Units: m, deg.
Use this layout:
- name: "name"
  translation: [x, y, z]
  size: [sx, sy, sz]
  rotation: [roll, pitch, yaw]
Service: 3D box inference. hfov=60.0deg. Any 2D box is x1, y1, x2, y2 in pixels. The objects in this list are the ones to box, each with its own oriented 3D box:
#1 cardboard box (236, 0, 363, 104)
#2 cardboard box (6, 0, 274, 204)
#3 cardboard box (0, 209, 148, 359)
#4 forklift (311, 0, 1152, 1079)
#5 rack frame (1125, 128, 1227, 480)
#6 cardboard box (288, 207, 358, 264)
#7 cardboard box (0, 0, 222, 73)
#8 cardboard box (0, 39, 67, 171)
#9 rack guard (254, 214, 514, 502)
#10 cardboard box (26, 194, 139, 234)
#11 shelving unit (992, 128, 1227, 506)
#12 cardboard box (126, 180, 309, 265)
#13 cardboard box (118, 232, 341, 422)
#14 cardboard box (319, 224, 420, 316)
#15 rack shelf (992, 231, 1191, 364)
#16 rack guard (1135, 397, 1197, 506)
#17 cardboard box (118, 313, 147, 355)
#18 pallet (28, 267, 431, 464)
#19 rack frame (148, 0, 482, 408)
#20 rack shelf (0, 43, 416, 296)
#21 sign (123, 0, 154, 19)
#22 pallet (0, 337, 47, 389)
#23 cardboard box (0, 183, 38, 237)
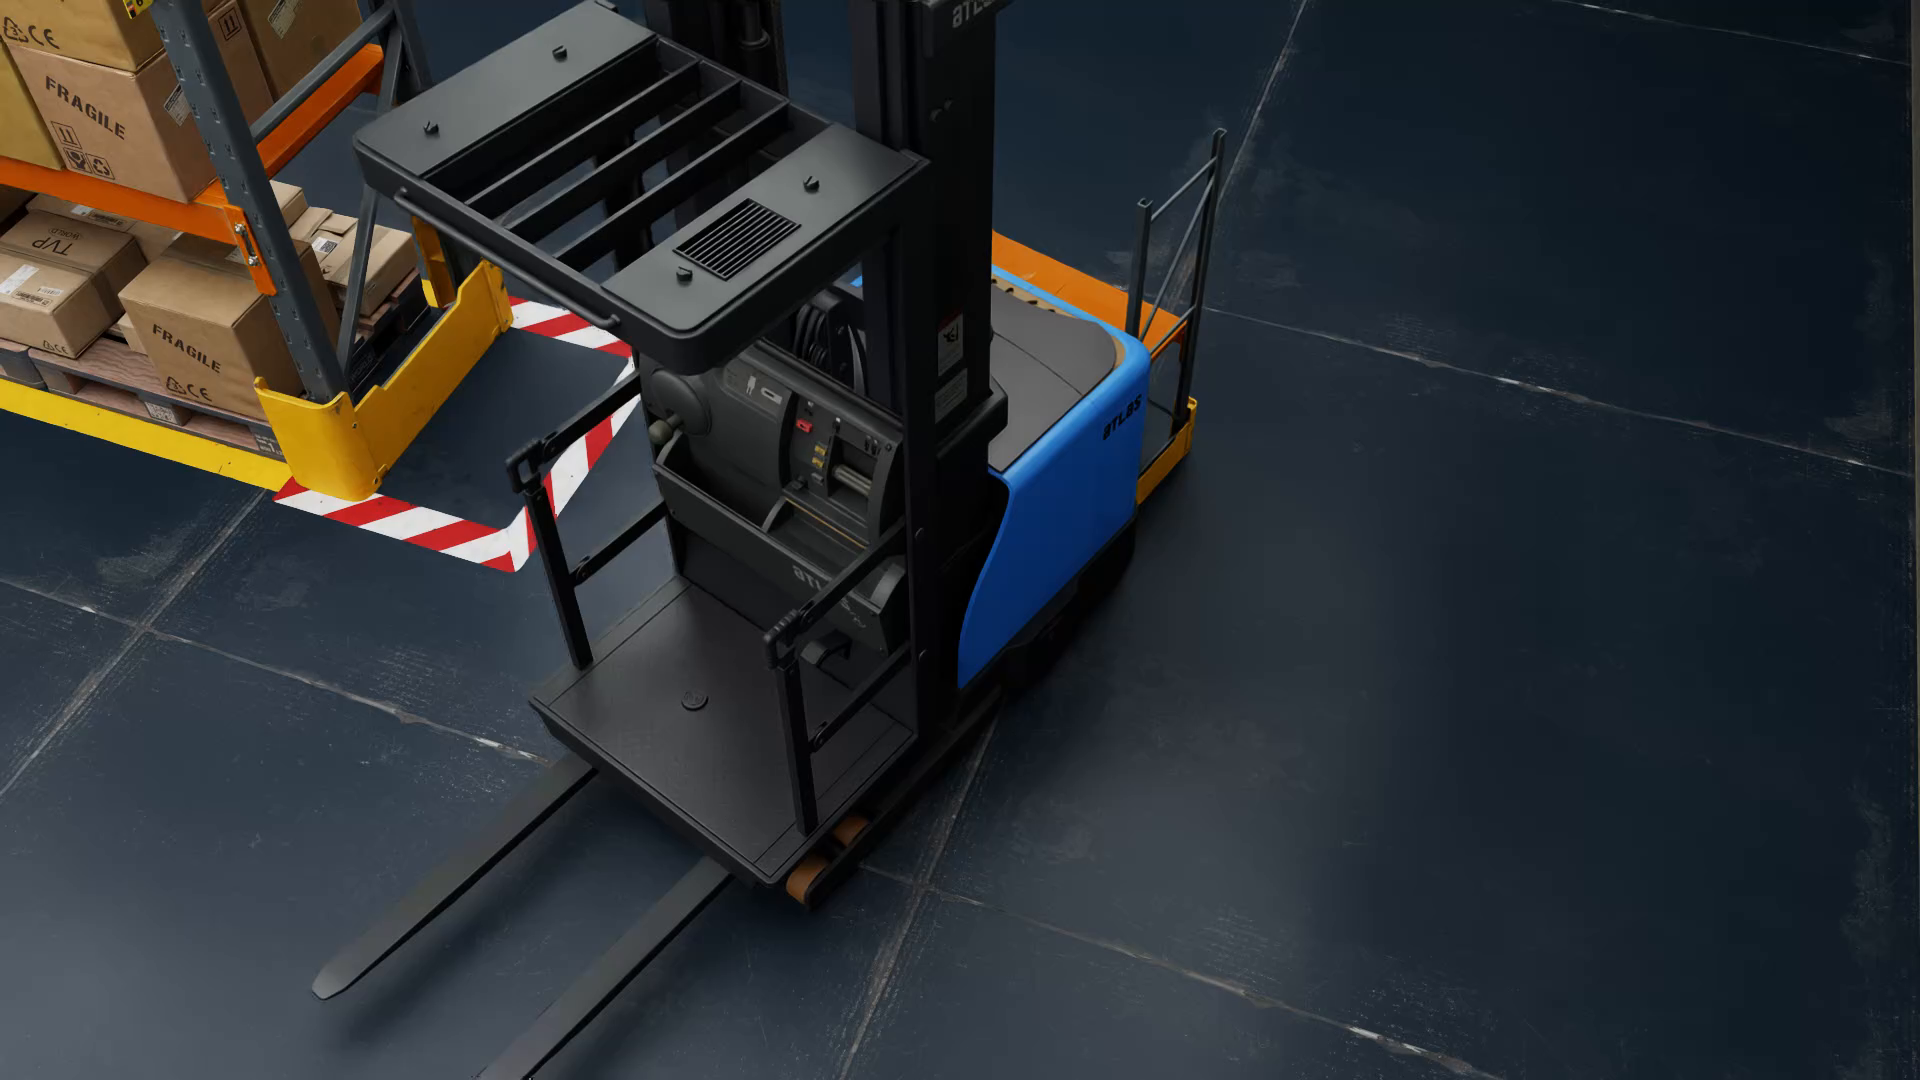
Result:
- name: "cardboard box"
  translation: [-2.493, -1.890, 5.837]
  size: [0.500, 0.500, 0.500]
  rotation: [17, 51, 14]
- name: "cardboard box"
  translation: [-2.683, -1.511, 5.509]
  size: [0.500, 0.500, 0.500]
  rotation: [17, 51, 14]
- name: "cardboard box"
  translation: [-3.645, -1.035, 6.691]
  size: [0.500, 0.250, 0.500]
  rotation: [16, 51, 13]
- name: "forklift"
  translation: [-0.678, -0.244, 4.522]
  size: [1.130, 2.935, 3.031]
  rotation: [31, 56, 24]
- name: "rack frame"
  translation: [0.712, -0.699, 5.863]
  size: [0.032, 1.500, 0.500]
  rotation: [29, 55, 23]
- name: "cardboard box"
  translation: [-2.677, -1.189, 6.879]
  size: [0.250, 0.166, 0.380]
  rotation: [16, 51, 13]
- name: "cardboard box"
  translation: [-2.681, -1.836, 5.128]
  size: [0.500, 0.500, 0.500]
  rotation: [15, 51, 13]
- name: "cardboard box"
  translation: [-3.171, -1.645, 5.624]
  size: [0.500, 0.500, 0.500]
  rotation: [16, 51, 13]
- name: "rack guard"
  translation: [-2.240, -0.755, 6.574]
  size: [0.348, 0.500, 1.175]
  rotation: [16, 51, 13]
- name: "cardboard box"
  translation: [-3.518, -1.403, 7.009]
  size: [0.500, 0.250, 0.500]
  rotation: [16, 51, 13]
- name: "shelving unit"
  translation: [0.310, -0.923, 6.057]
  size: [1.083, 1.500, 0.587]
  rotation: [29, 55, 23]
- name: "cardboard box"
  translation: [-3.049, -1.272, 6.896]
  size: [0.500, 0.250, 0.500]
  rotation: [16, 51, 13]
- name: "cardboard box"
  translation: [-2.764, -0.847, 6.362]
  size: [0.500, 0.500, 0.500]
  rotation: [16, 51, 13]
- name: "cardboard box"
  translation: [-2.442, -1.118, 6.829]
  size: [0.250, 0.149, 0.380]
  rotation: [16, 51, 13]
- name: "rack shelf"
  translation: [0.303, -0.809, 6.197]
  size: [1.000, 0.185, 0.538]
  rotation: [29, 55, 23]
- name: "rack guard"
  translation: [0.711, -0.290, 6.336]
  size: [0.087, 0.250, 0.587]
  rotation: [29, 55, 23]
- name: "cardboard box"
  translation: [-3.113, -0.908, 6.636]
  size: [0.250, 0.166, 0.380]
  rotation: [16, 51, 13]
- name: "pallet"
  translation: [-2.988, -0.869, 6.863]
  size: [1.213, 0.211, 1.003]
  rotation: [16, 51, 13]
- name: "rack frame"
  translation: [-2.169, -1.554, 5.612]
  size: [0.127, 3.000, 1.000]
  rotation: [16, 51, 13]
- name: "rack shelf"
  translation: [-4.045, -1.842, 6.338]
  size: [4.000, 0.370, 1.077]
  rotation: [16, 51, 13]
- name: "sign"
  translation: [-2.380, -1.649, 4.719]
  size: [0.005, 0.325, 0.100]
  rotation: [16, 51, 13]
- name: "pallet"
  translation: [-4.129, -1.189, 7.141]
  size: [1.213, 0.211, 1.003]
  rotation: [16, 51, 13]
- name: "cardboard box"
  translation: [-4.157, -1.440, 6.874]
  size: [0.637, 0.503, 0.797]
  rotation: [16, 51, 13]
